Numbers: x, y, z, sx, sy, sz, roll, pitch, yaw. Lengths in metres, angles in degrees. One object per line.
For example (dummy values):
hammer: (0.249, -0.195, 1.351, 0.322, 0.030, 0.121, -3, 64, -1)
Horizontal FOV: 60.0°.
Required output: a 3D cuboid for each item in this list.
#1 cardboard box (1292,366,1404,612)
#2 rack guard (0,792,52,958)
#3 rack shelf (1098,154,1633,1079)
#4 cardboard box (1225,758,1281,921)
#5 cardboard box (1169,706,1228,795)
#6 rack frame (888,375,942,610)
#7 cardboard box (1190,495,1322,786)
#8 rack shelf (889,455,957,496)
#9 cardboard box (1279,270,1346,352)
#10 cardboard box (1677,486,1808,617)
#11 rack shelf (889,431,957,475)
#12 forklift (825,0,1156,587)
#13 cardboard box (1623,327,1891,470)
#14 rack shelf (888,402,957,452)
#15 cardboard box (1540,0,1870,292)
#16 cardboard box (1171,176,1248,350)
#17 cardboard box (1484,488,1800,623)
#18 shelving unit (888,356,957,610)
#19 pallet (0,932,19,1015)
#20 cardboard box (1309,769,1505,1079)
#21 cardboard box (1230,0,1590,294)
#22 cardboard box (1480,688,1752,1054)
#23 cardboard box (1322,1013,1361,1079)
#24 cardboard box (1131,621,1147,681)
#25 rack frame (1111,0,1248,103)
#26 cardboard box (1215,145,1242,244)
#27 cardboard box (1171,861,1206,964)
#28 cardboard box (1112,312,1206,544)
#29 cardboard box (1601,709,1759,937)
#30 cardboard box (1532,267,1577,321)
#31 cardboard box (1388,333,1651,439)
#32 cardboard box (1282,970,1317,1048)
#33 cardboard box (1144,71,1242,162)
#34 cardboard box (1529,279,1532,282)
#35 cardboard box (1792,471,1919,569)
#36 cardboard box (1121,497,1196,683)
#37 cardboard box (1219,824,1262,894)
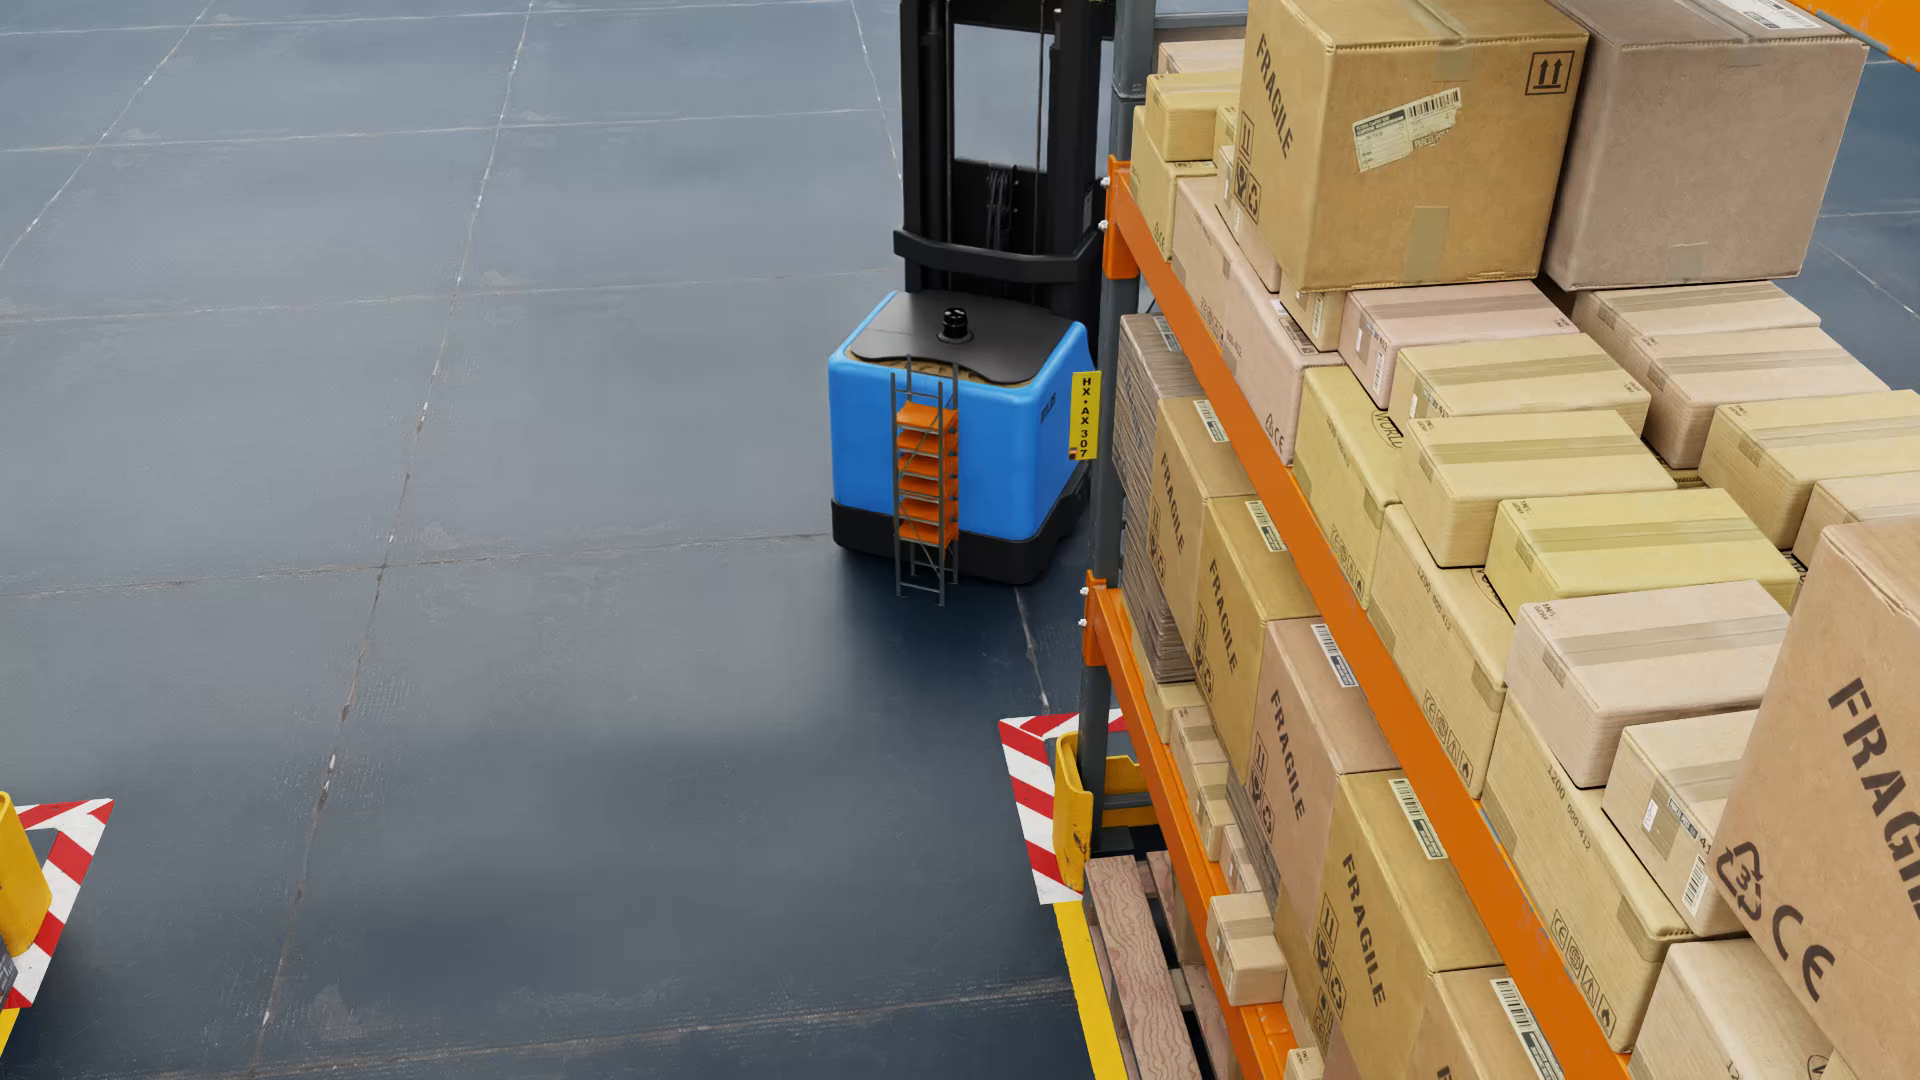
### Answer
cardboard box: (0.968, -0.121, 3.234, 0.500, 0.250, 0.500, -3, 34, -5)
rack guard: (-3.985, 1.253, 5.968, 1.175, 0.500, 0.348, -4, 35, -6)
rack shelf: (1.215, 0.088, 3.433, 1.077, 0.370, 4.000, -4, 35, -6)
cardboard box: (1.204, 0.611, 4.337, 0.875, 0.500, 0.500, -4, 35, -6)
cardboard box: (0.836, 0.614, 4.908, 0.380, 0.149, 0.250, -4, 35, -6)
rack frame: (-0.196, -0.192, 7.466, 0.240, 1.200, 0.006, 12, 36, 17)
cardboard box: (0.879, 0.223, 4.019, 0.500, 0.500, 0.500, -4, 35, -6)
rack shelf: (-0.164, -0.303, 7.495, 0.258, 0.103, 0.180, 12, 36, 17)
cardboard box: (0.896, -0.529, 3.478, 0.380, 0.149, 0.250, -6, 35, -9)
cardboard box: (1.545, 0.125, 2.872, 0.500, 0.250, 0.500, -6, 35, -8)
rack shelf: (-0.164, -0.402, 7.427, 0.258, 0.103, 0.180, 12, 36, 17)
forklift: (0.358, -1.815, 8.311, 1.130, 2.935, 3.031, 12, 36, 17)
cardboard box: (1.465, -0.267, 3.094, 0.380, 0.149, 0.250, -4, 34, -5)
rack shelf: (-0.164, -0.501, 7.360, 0.258, 0.103, 0.180, 12, 36, 17)
cardboard box: (1.406, -0.851, 3.374, 0.500, 0.500, 0.500, -4, 35, -6)
cardboard box: (0.831, -0.688, 4.065, 0.500, 0.250, 0.500, -5, 35, -7)
cardboard box: (1.065, 0.053, 2.624, 0.380, 0.149, 0.250, -3, 34, -5)
shelving unit: (-0.164, -0.240, 7.537, 0.258, 1.200, 0.189, 12, 36, 17)
pallet: (-3.797, 1.826, 5.383, 1.003, 0.211, 1.213, -4, 35, -6)
cardboard box: (1.016, 0.780, 3.200, 0.500, 0.500, 0.500, -4, 35, -6)
cardboard box: (0.879, -0.847, 3.369, 0.500, 0.500, 0.500, -5, 35, -7)
cardboard box: (1.104, 0.442, 2.408, 0.500, 0.250, 0.500, -4, 34, -5)
cardboard box: (1.286, 1.173, 3.512, 0.875, 0.500, 0.500, -4, 35, -6)
cardboard box: (0.763, 0.336, 5.317, 0.380, 0.149, 0.250, -4, 35, -6)
rack frame: (0.947, -2.565, 4.023, 1.000, 3.000, 0.127, -4, 35, -6)
cardboard box: (0.815, -0.816, 3.900, 0.380, 0.149, 0.250, -3, 34, -4)
cardboard box: (1.014, 1.123, 5.785, 0.500, 0.500, 0.500, 2, 34, 2)
cardboard box: (0.750, -0.336, 4.838, 0.500, 0.500, 0.500, -4, 35, -6)
cardboard box: (1.090, 0.355, 2.181, 0.380, 0.149, 0.250, -6, 35, -9)
cardboard box: (1.461, -0.570, 3.539, 0.380, 0.149, 0.250, -6, 35, -9)
cardboard box: (1.023, -0.248, 3.066, 0.380, 0.149, 0.250, -6, 35, -8)
cardboard box: (1.019, 1.169, 4.094, 0.380, 0.149, 0.250, -4, 35, -6)
cardboard box: (0.693, -1.105, 4.324, 0.380, 0.149, 0.250, -4, 34, -5)
cardboard box: (1.394, -0.449, 3.714, 0.500, 0.250, 0.500, -4, 34, -5)
cardboard box: (1.602, 0.014, 2.682, 0.380, 0.149, 0.250, -5, 35, -7)
cardboard box: (0.993, 0.059, 5.147, 0.875, 0.500, 0.500, -4, 35, -6)
cardboard box: (0.923, 0.892, 4.501, 0.380, 0.149, 0.250, -4, 35, -6)
